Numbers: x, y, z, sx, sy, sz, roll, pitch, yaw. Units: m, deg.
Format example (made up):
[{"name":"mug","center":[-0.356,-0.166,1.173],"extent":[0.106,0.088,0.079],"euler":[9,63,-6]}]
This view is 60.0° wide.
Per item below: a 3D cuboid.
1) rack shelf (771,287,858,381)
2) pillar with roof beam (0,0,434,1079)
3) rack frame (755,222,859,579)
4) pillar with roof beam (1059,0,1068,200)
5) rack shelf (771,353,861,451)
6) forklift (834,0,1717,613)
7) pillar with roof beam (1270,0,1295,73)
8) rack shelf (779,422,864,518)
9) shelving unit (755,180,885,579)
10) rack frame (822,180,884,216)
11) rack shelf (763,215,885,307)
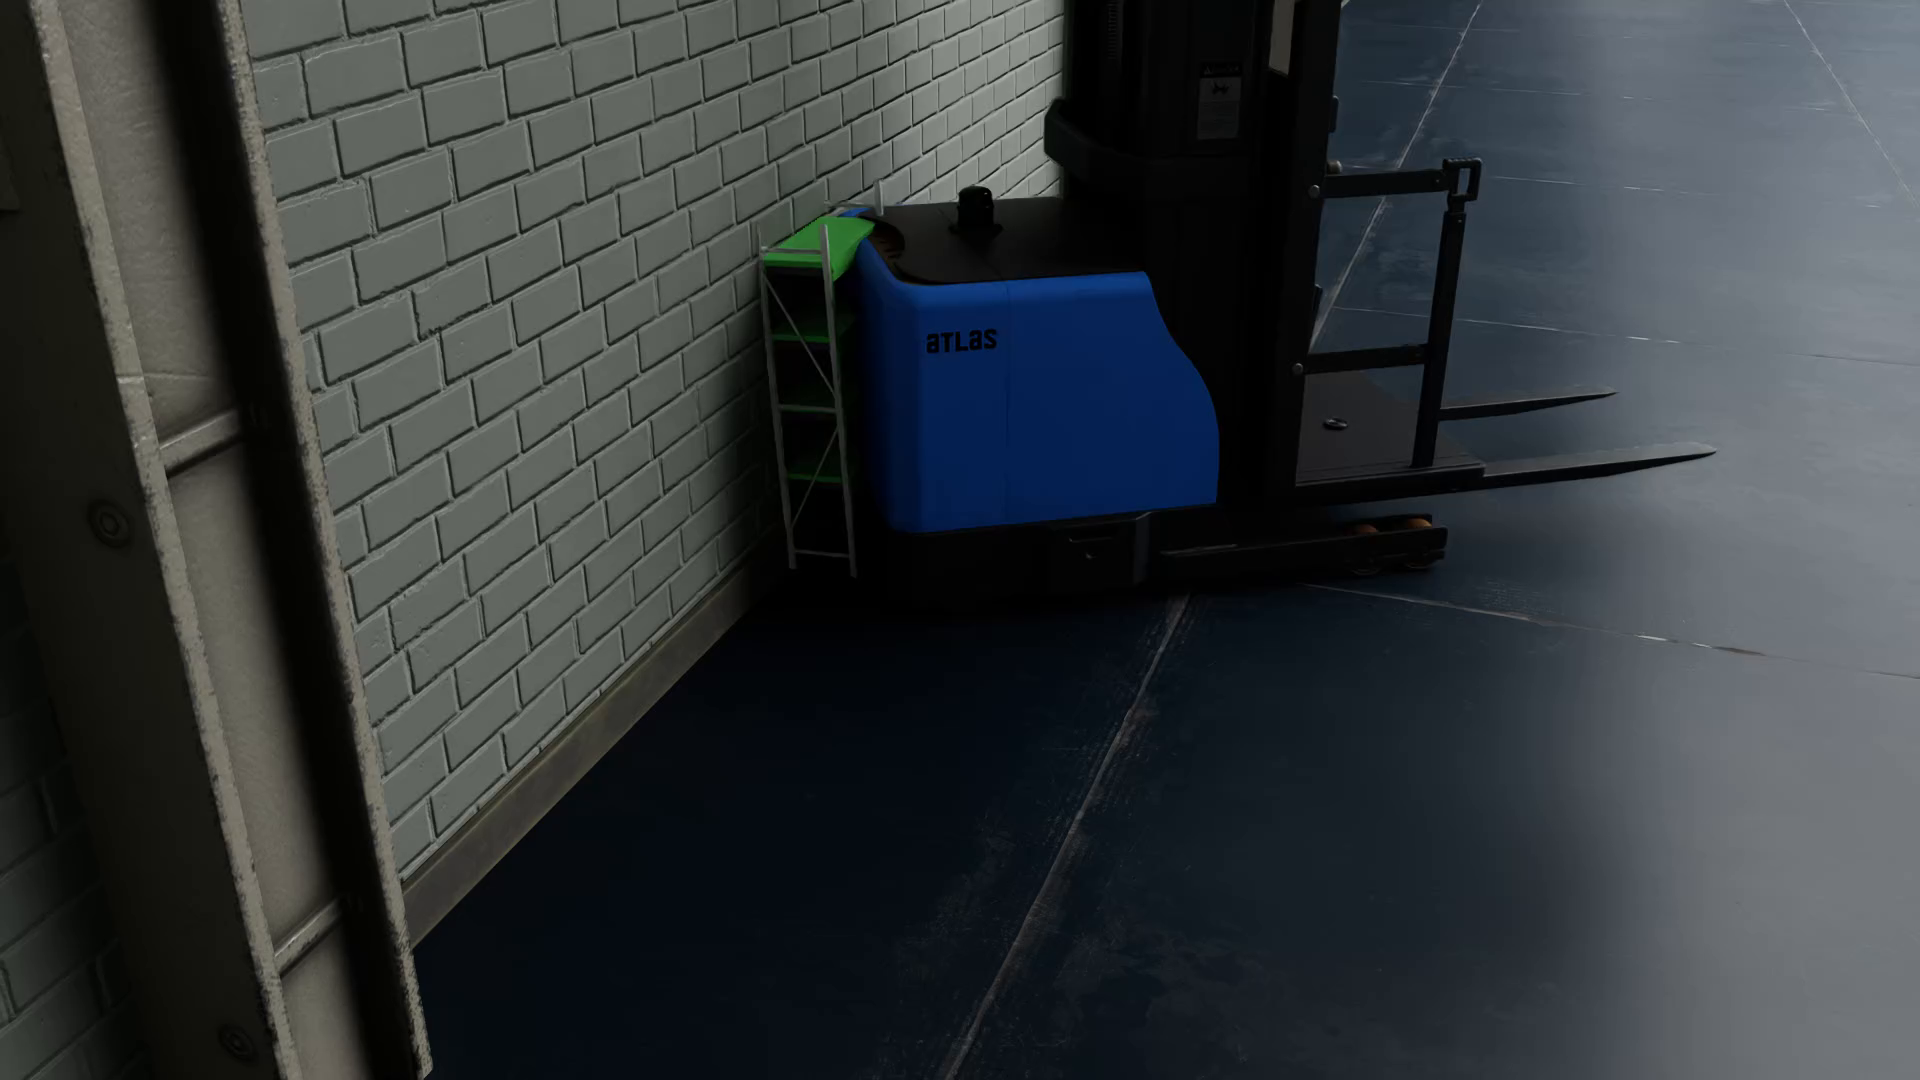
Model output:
[{"name":"rack shelf","center":[-0.420,-0.681,5.378],"extent":[0.258,0.148,0.480],"euler":[5,29,16]},{"name":"pillar with roof beam","center":[2.751,-2.268,0.108],"extent":[9.100,9.000,0.400],"euler":[9,27,17]},{"name":"rack frame","center":[-0.482,-0.414,5.254],"extent":[0.240,1.200,0.015],"euler":[5,29,16]},{"name":"pillar with roof beam","center":[4.747,-4.734,5.201],"extent":[9.100,9.000,0.400],"euler":[9,27,17]},{"name":"rack shelf","center":[-0.408,-0.468,5.489],"extent":[0.258,0.148,0.480],"euler":[5,29,16]},{"name":"forklift","center":[1.133,-1.419,5.317],"extent":[3.031,2.935,1.130],"euler":[-6,26,-12]},{"name":"pillar with roof beam","center":[6.744,-7.200,10.293],"extent":[9.100,9.000,0.400],"euler":[9,27,17]},{"name":"rack shelf","center":[-0.396,-0.255,5.599],"extent":[0.258,0.148,0.480],"euler":[5,29,16]},{"name":"shelving unit","center":[-0.411,-0.525,5.459],"extent":[0.258,1.200,0.503],"euler":[5,29,16]},{"name":"rack frame","center":[-0.340,-0.635,5.665],"extent":[0.240,1.200,0.015],"euler":[5,29,16]},{"name":"rack shelf","center":[-0.433,-0.894,5.268],"extent":[0.258,0.148,0.480],"euler":[5,29,16]}]
